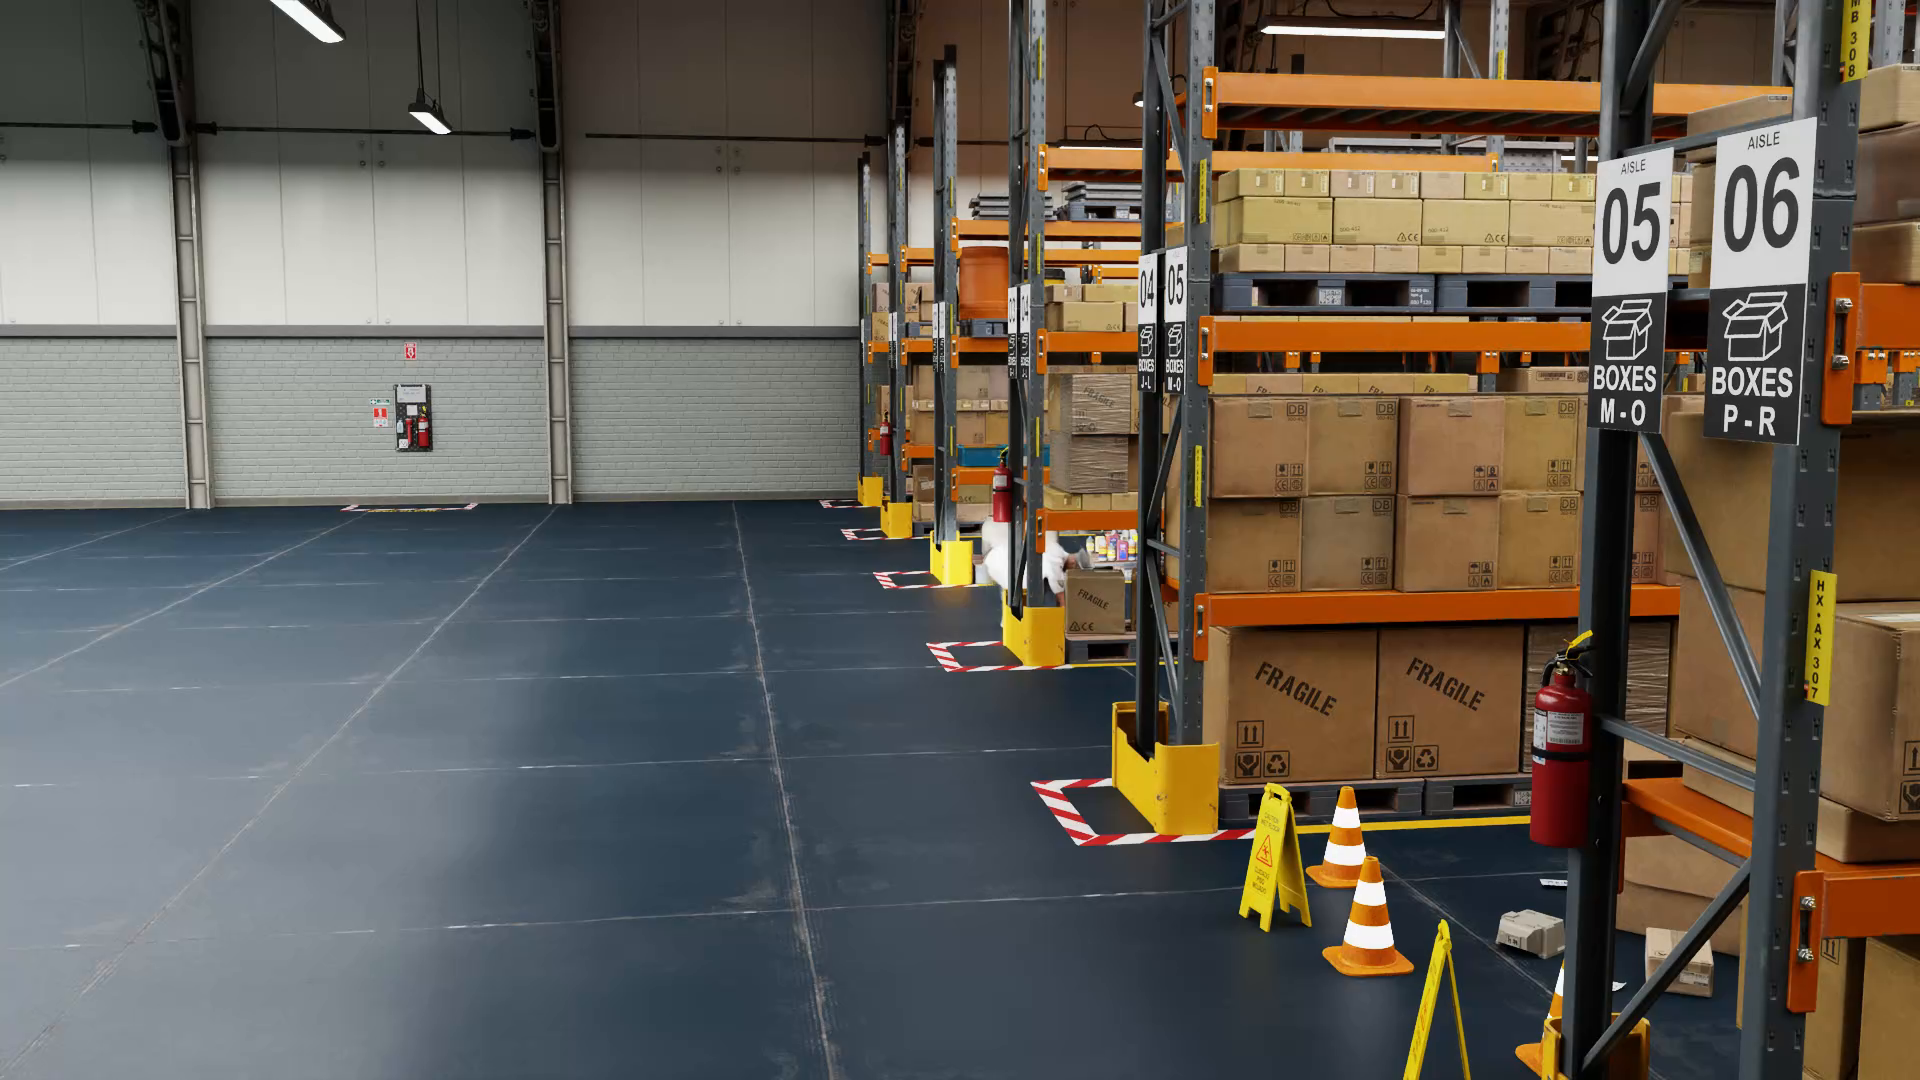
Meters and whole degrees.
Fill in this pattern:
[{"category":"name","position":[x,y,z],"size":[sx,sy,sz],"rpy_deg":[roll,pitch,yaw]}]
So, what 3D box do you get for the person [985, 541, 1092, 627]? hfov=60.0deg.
[{"category":"person","position":[0.759,0.432,16.007],"size":[1.031,0.861,0.537],"rpy_deg":[1,7,9]}]
